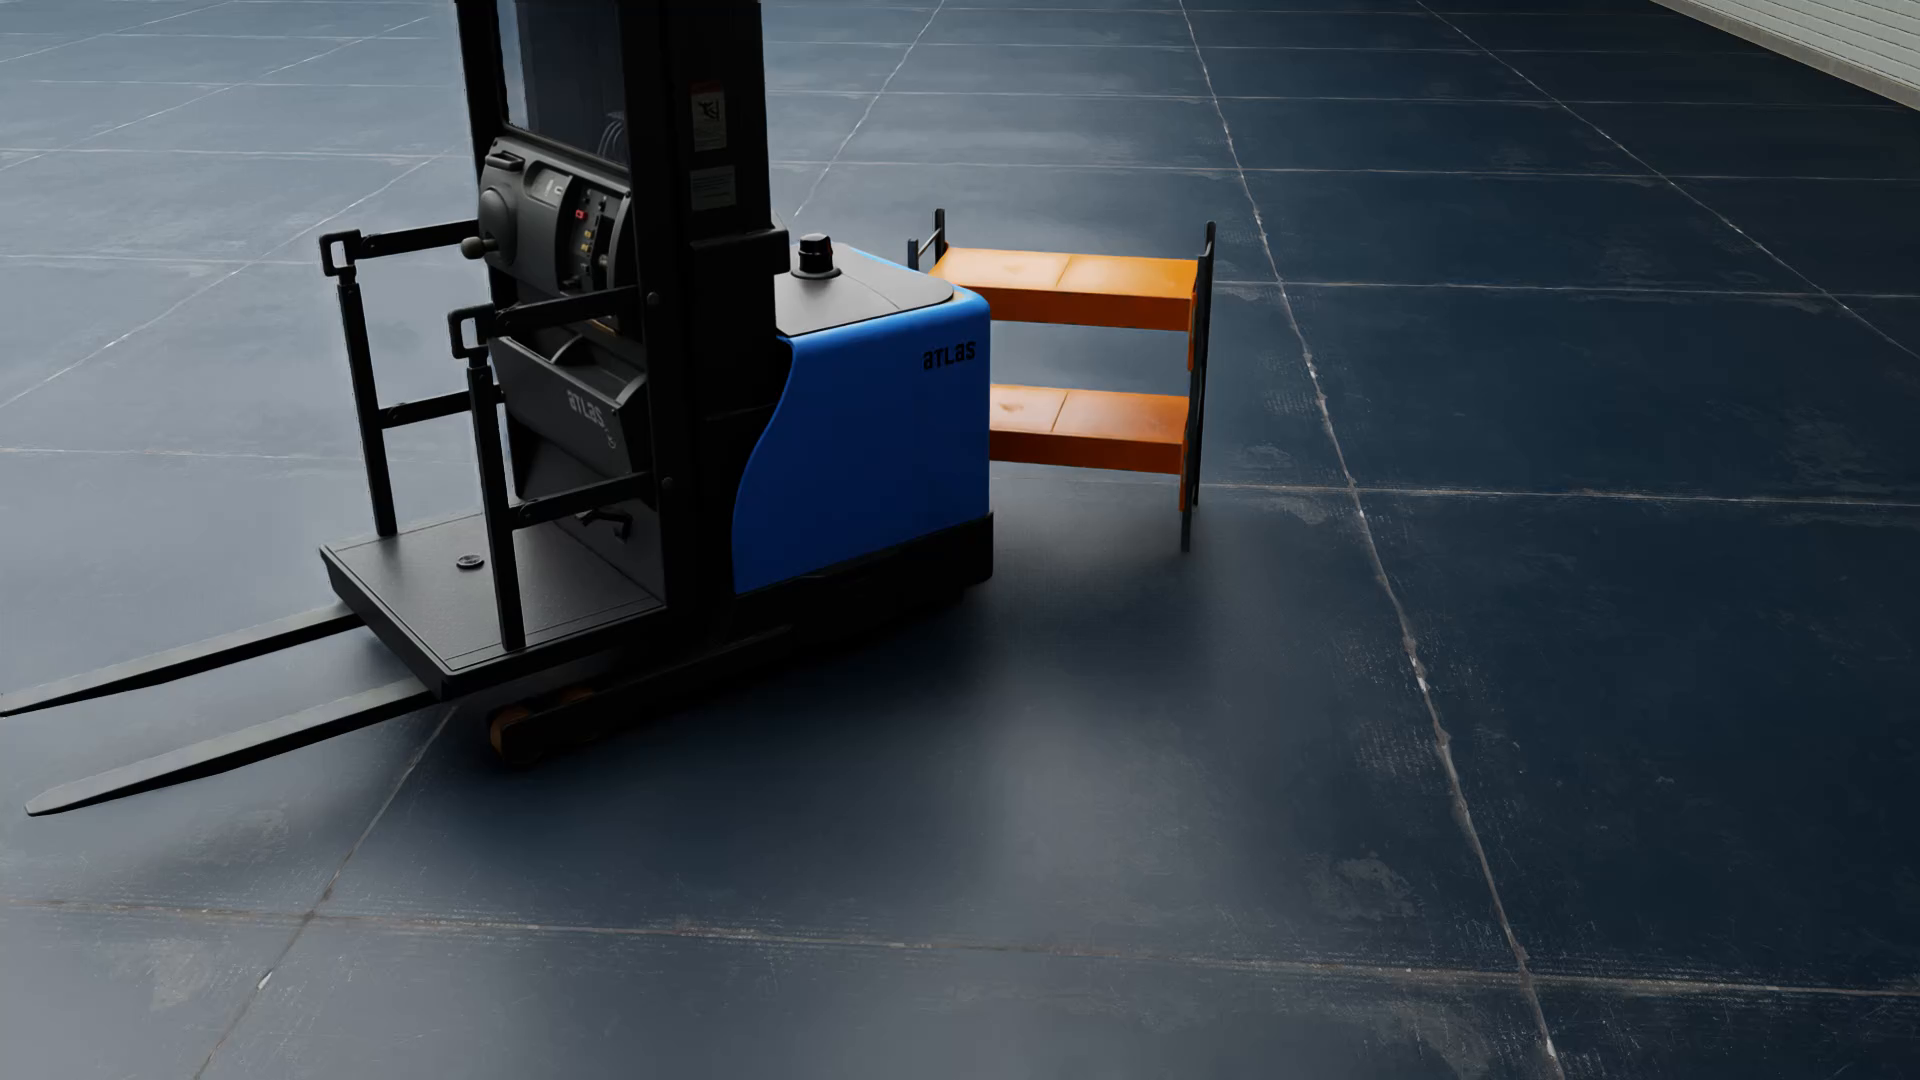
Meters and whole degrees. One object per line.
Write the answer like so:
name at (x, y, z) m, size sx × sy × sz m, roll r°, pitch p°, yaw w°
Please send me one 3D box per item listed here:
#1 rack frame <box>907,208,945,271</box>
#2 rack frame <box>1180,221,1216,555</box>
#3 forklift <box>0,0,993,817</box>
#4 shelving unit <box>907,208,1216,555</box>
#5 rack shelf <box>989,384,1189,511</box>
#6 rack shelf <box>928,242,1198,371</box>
rack frame at (-0.121, -0.643, 6.301) m, size 0.032 × 1.125 × 0.500 m, roll 5°, pitch 25°, yaw 10°
rack frame at (0.875, -0.558, 6.117) m, size 0.032 × 1.125 × 0.500 m, roll 5°, pitch 25°, yaw 10°
forklift at (-1.361, -0.931, 4.766) m, size 3.031 × 2.935 × 1.130 m, roll -18°, pitch 30°, yaw -34°
shelving unit at (0.377, -0.600, 6.209) m, size 1.048 × 1.125 × 0.538 m, roll 5°, pitch 25°, yaw 10°
rack shelf at (0.377, -0.378, 6.311) m, size 1.000 × 0.278 × 0.538 m, roll 5°, pitch 25°, yaw 10°
rack shelf at (0.377, -0.866, 6.087) m, size 1.000 × 0.278 × 0.538 m, roll 5°, pitch 25°, yaw 10°
